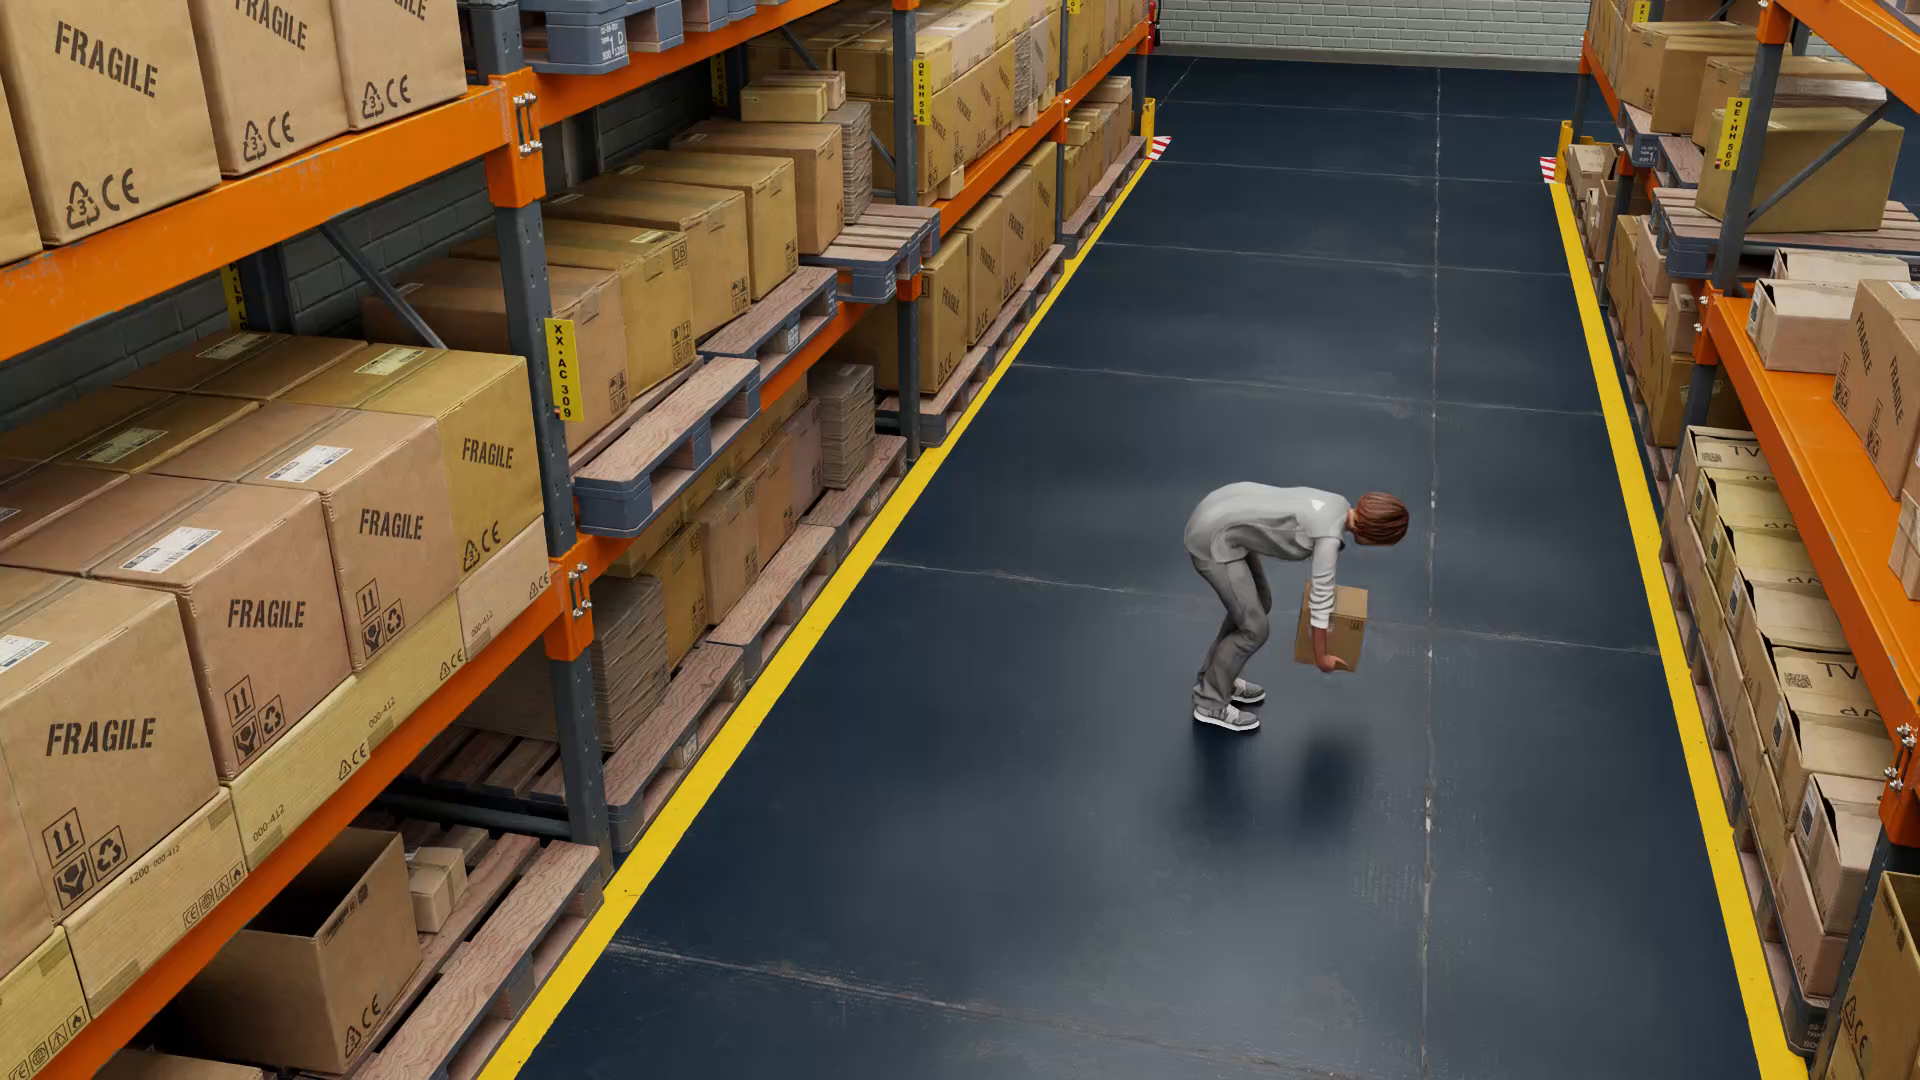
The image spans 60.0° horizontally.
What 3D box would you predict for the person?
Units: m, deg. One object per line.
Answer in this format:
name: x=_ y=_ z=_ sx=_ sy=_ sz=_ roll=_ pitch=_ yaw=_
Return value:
person: x=1.320 y=0.263 z=6.708 sx=0.864 sy=1.051 sz=0.390 roll=6 pitch=26 yaw=11
